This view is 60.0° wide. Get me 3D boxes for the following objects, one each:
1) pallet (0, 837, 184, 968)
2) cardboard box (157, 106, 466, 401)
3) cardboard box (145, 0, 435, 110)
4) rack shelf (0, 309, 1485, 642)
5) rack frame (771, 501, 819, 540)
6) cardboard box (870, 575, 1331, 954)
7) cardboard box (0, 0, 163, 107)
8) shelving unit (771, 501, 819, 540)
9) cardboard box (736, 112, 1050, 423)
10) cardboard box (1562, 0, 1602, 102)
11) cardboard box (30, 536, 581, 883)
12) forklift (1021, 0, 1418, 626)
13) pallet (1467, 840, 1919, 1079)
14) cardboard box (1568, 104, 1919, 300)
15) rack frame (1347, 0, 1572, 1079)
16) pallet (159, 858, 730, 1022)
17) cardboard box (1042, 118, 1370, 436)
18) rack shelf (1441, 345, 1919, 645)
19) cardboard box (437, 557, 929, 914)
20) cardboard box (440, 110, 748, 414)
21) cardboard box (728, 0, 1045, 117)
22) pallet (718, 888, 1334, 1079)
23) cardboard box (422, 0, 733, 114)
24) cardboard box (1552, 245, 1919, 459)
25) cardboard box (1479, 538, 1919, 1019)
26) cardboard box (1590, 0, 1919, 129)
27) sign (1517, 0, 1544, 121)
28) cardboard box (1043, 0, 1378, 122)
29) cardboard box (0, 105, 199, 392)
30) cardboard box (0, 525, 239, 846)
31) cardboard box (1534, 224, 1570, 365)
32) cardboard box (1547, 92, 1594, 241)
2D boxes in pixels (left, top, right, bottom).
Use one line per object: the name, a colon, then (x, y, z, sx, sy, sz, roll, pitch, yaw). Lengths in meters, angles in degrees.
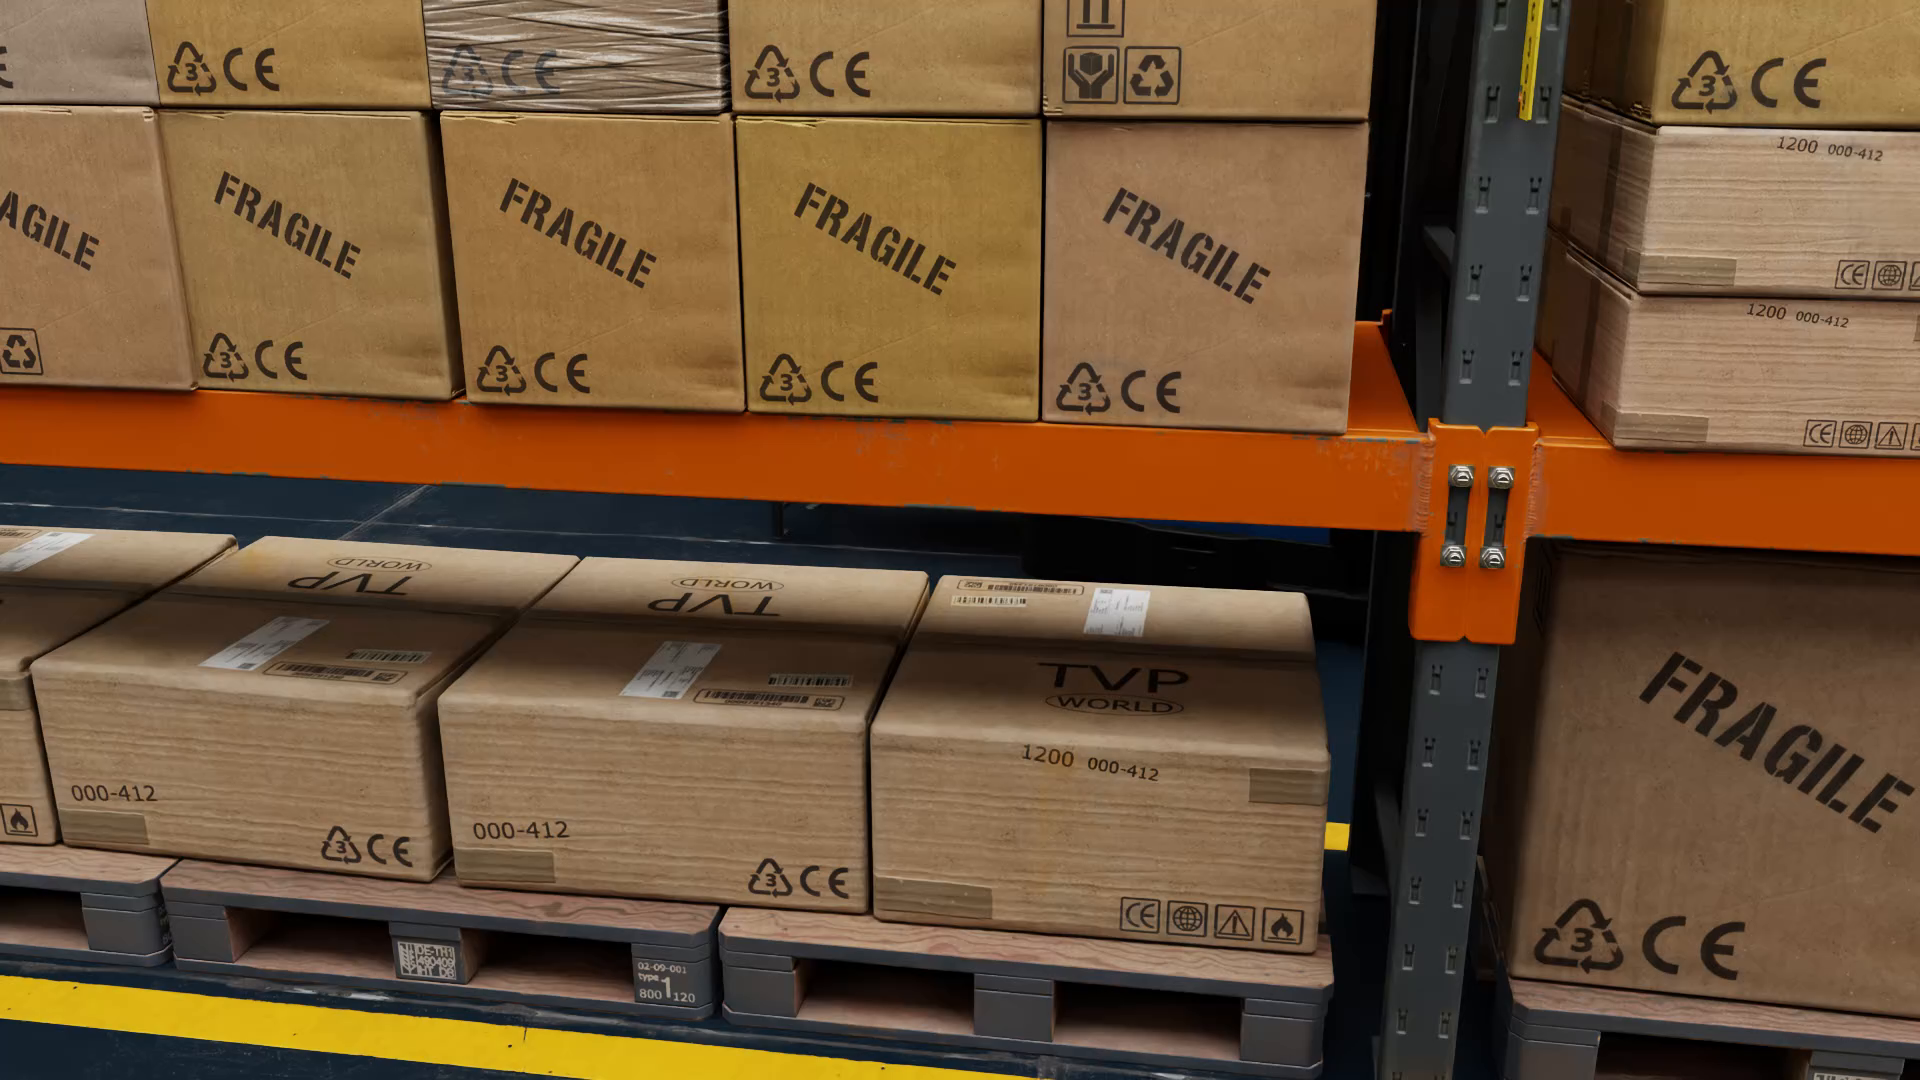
pallet: (-2.224, 0.631, 4.084, 1.213, 0.211, 1.003, 3, 19, 9)
cardboard box: (-1.097, -0.572, 3.128, 0.500, 0.500, 0.500, 4, 19, 10)
cardboard box: (-1.084, -1.043, 2.959, 0.500, 0.500, 0.500, 3, 19, 9)
rack shelf: (-1.051, -0.265, 3.502, 4.000, 0.370, 1.077, 3, 19, 9)
rack frame: (-0.638, -0.788, 6.295, 0.032, 1.500, 0.500, 4, 19, 13)
cardboard box: (0.320, 0.445, 3.622, 0.875, 0.438, 0.875, 3, 19, 8)
cardboard box: (-1.577, -1.068, 3.034, 0.500, 0.500, 0.500, 3, 19, 8)
shelving unit: (-0.144, -0.750, 6.182, 1.048, 1.500, 0.538, 4, 19, 13)
cardboard box: (-0.084, -0.520, 2.973, 0.500, 0.500, 0.500, 2, 19, 7)
cardboard box: (1.404, -1.083, 3.080, 0.500, 0.500, 0.500, 4, 19, 10)
cardboard box: (-1.454, 0.354, 3.893, 0.875, 0.438, 0.875, 3, 19, 10)
forklift: (1.780, -1.174, 5.194, 3.031, 2.935, 1.130, 7, 20, 21)
pallet: (1.697, 0.832, 3.484, 1.213, 0.211, 1.003, 3, 19, 9)
cardboard box: (1.313, -0.561, 2.701, 0.500, 0.250, 0.500, 2, 19, 7)
rack frame: (0.923, -0.506, 3.087, 0.127, 3.000, 1.000, 3, 19, 9)
pallet: (-1.023, 0.693, 3.898, 1.213, 0.211, 1.003, 3, 19, 9)
cardboard box: (0.425, -0.496, 2.901, 0.500, 0.500, 0.500, 3, 19, 9)
rack shelf: (2.898, -0.064, 2.900, 4.000, 0.370, 1.077, 3, 19, 9)
cardboard box: (-0.564, 0.400, 3.756, 0.875, 0.438, 0.875, 2, 19, 7)
cardboard box: (-0.583, -0.541, 3.035, 0.500, 0.500, 0.500, 3, 19, 8)
cardboard box: (-0.086, -0.992, 2.809, 0.500, 0.500, 0.500, 3, 19, 8)
pallet: (0.185, 0.754, 3.717, 1.213, 0.211, 1.003, 3, 19, 9)
cardboard box: (-0.590, -1.015, 2.876, 0.500, 0.500, 0.500, 3, 19, 9)
cardboard box: (1.316, -0.330, 2.797, 0.500, 0.250, 0.500, 2, 19, 7)
cardboard box: (1.548, 0.309, 3.339, 0.875, 0.875, 0.875, 4, 19, 10)
cardboard box: (1.312, -0.915, 2.577, 0.500, 0.500, 0.500, 3, 19, 9)
sign: (0.837, -0.780, 2.417, 0.005, 0.325, 0.100, 3, 19, 9)
cardboard box: (0.414, -0.964, 2.725, 0.500, 0.500, 0.500, 3, 19, 8)
cardboard box: (-1.594, -0.592, 3.188, 0.500, 0.500, 0.500, 3, 19, 8)
cardboard box: (-2.359, 0.311, 4.023, 0.875, 0.438, 0.875, 2, 19, 7)
cardboard box: (1.406, -0.491, 3.279, 0.500, 0.250, 0.500, 2, 19, 7)
cardboard box: (1.397, -0.725, 3.193, 0.500, 0.250, 0.500, 3, 19, 9)
